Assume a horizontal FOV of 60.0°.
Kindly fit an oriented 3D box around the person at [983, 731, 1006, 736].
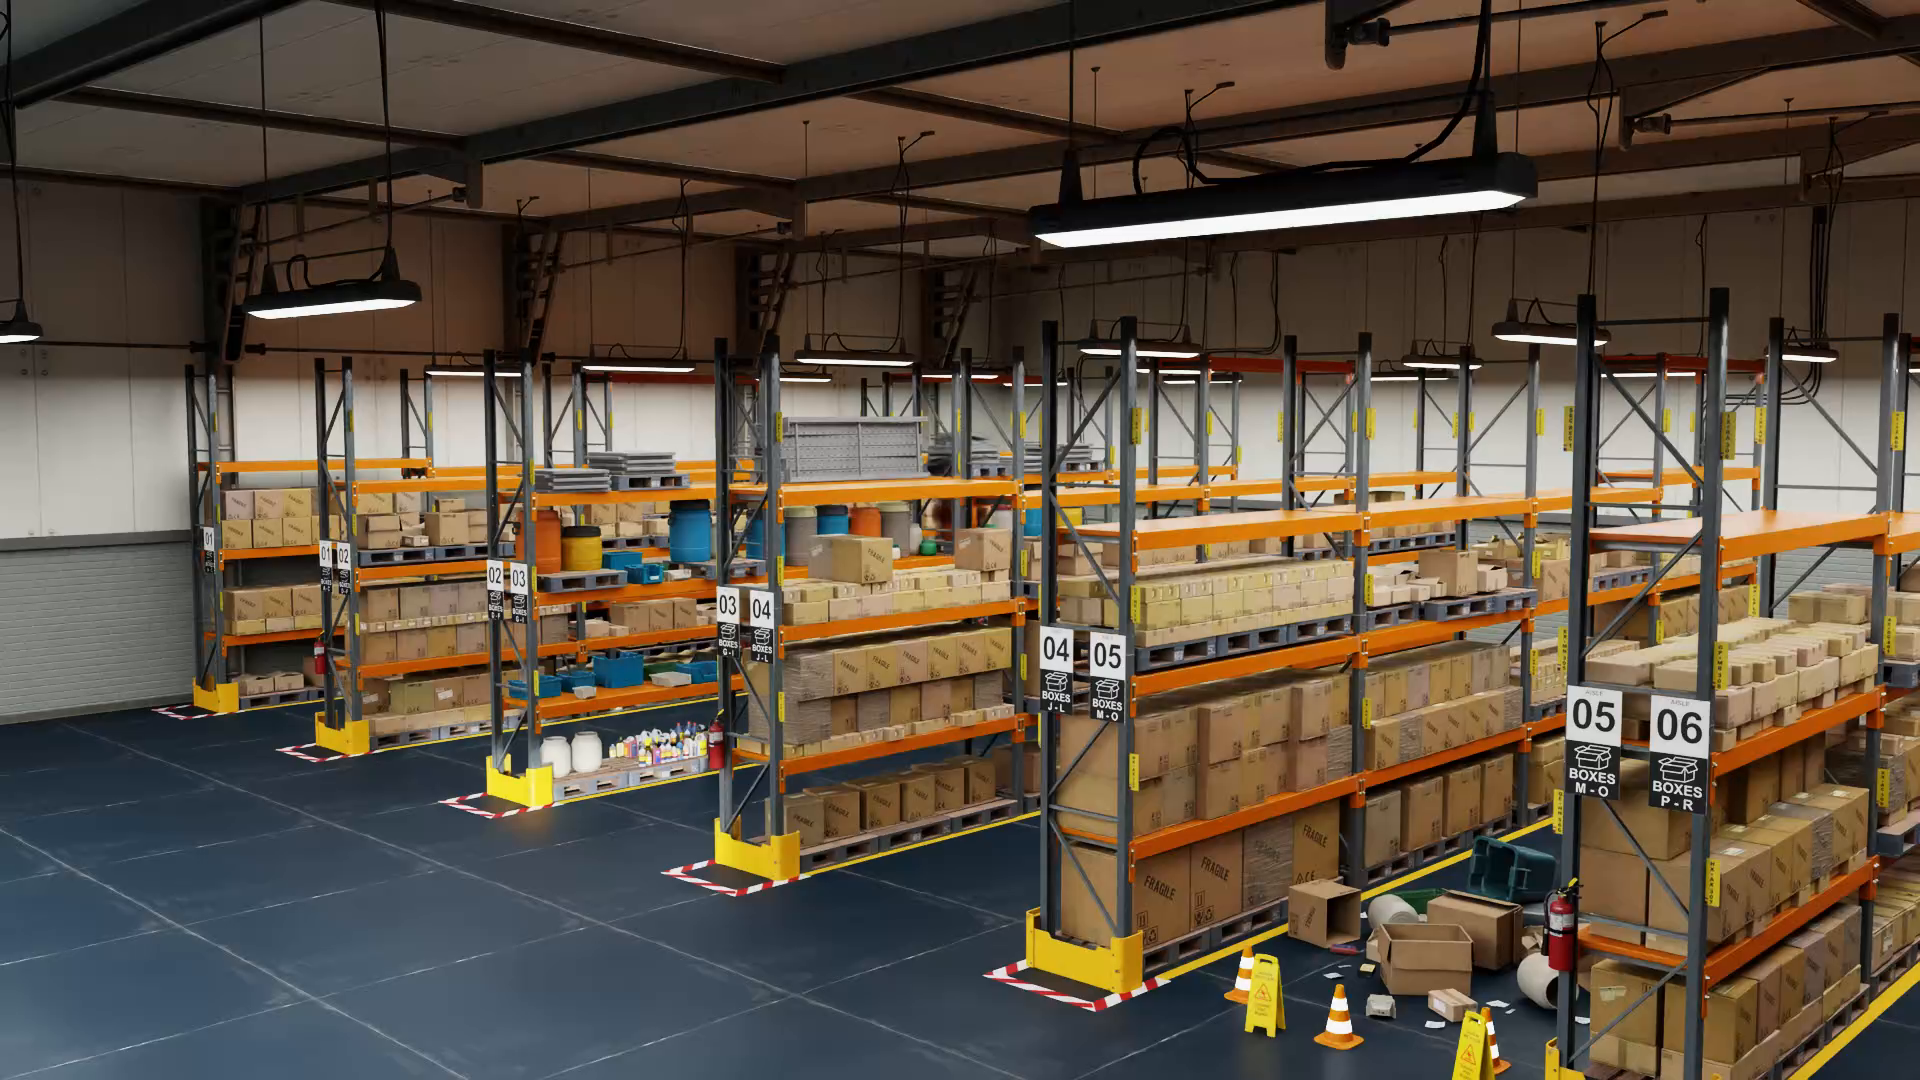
[{"bbox_3d":[0.575,2.256,26.788,0.433,1.727,0.582,2,5,20],"label":"person"}]
